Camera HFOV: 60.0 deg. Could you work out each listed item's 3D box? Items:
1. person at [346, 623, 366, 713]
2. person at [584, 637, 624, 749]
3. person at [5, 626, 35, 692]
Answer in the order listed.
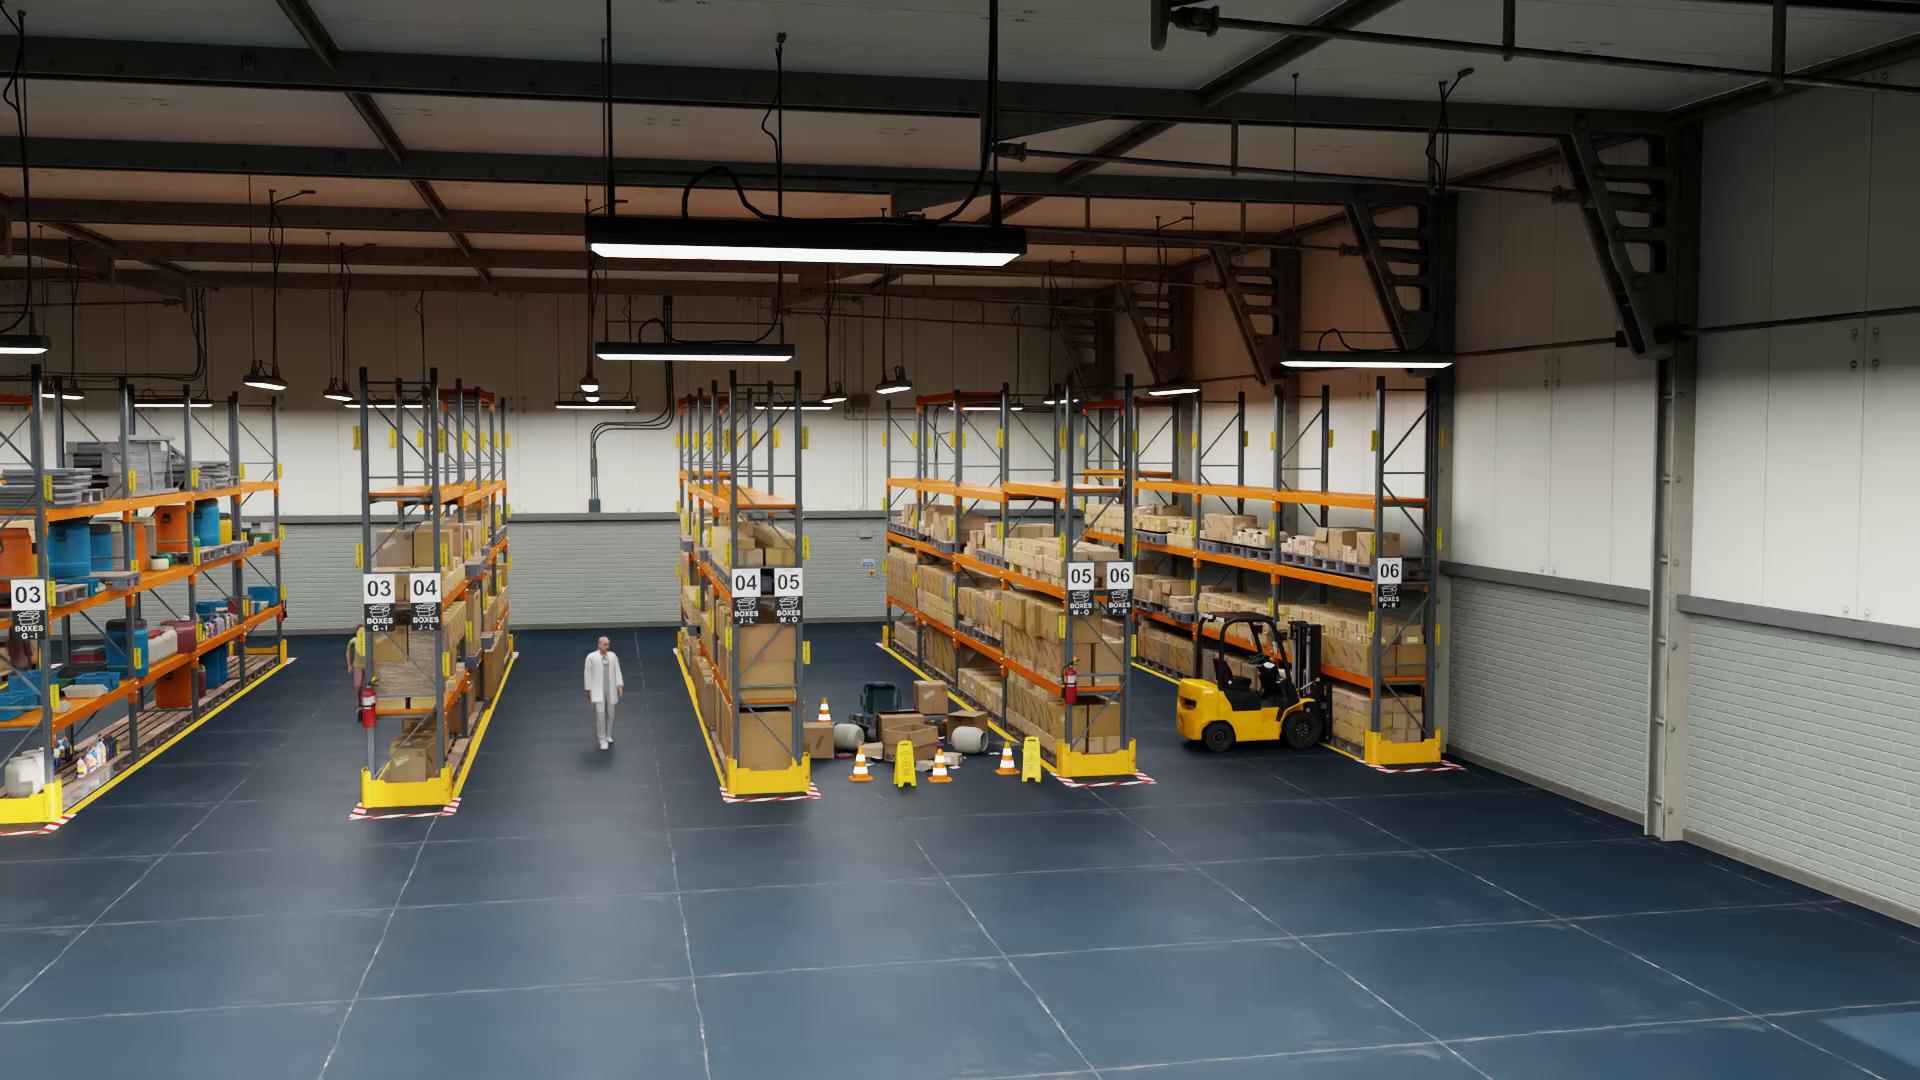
[{"bbox_3d":[-11.091,2.352,30.830,0.535,1.653,0.639,-2,4,-25],"label":"person"},{"bbox_3d":[-5.817,2.508,27.401,0.595,1.794,0.761,-2,4,-34],"label":"person"},{"bbox_3d":[-17.978,2.227,31.826,0.652,1.754,1.014,1,4,18],"label":"person"}]
